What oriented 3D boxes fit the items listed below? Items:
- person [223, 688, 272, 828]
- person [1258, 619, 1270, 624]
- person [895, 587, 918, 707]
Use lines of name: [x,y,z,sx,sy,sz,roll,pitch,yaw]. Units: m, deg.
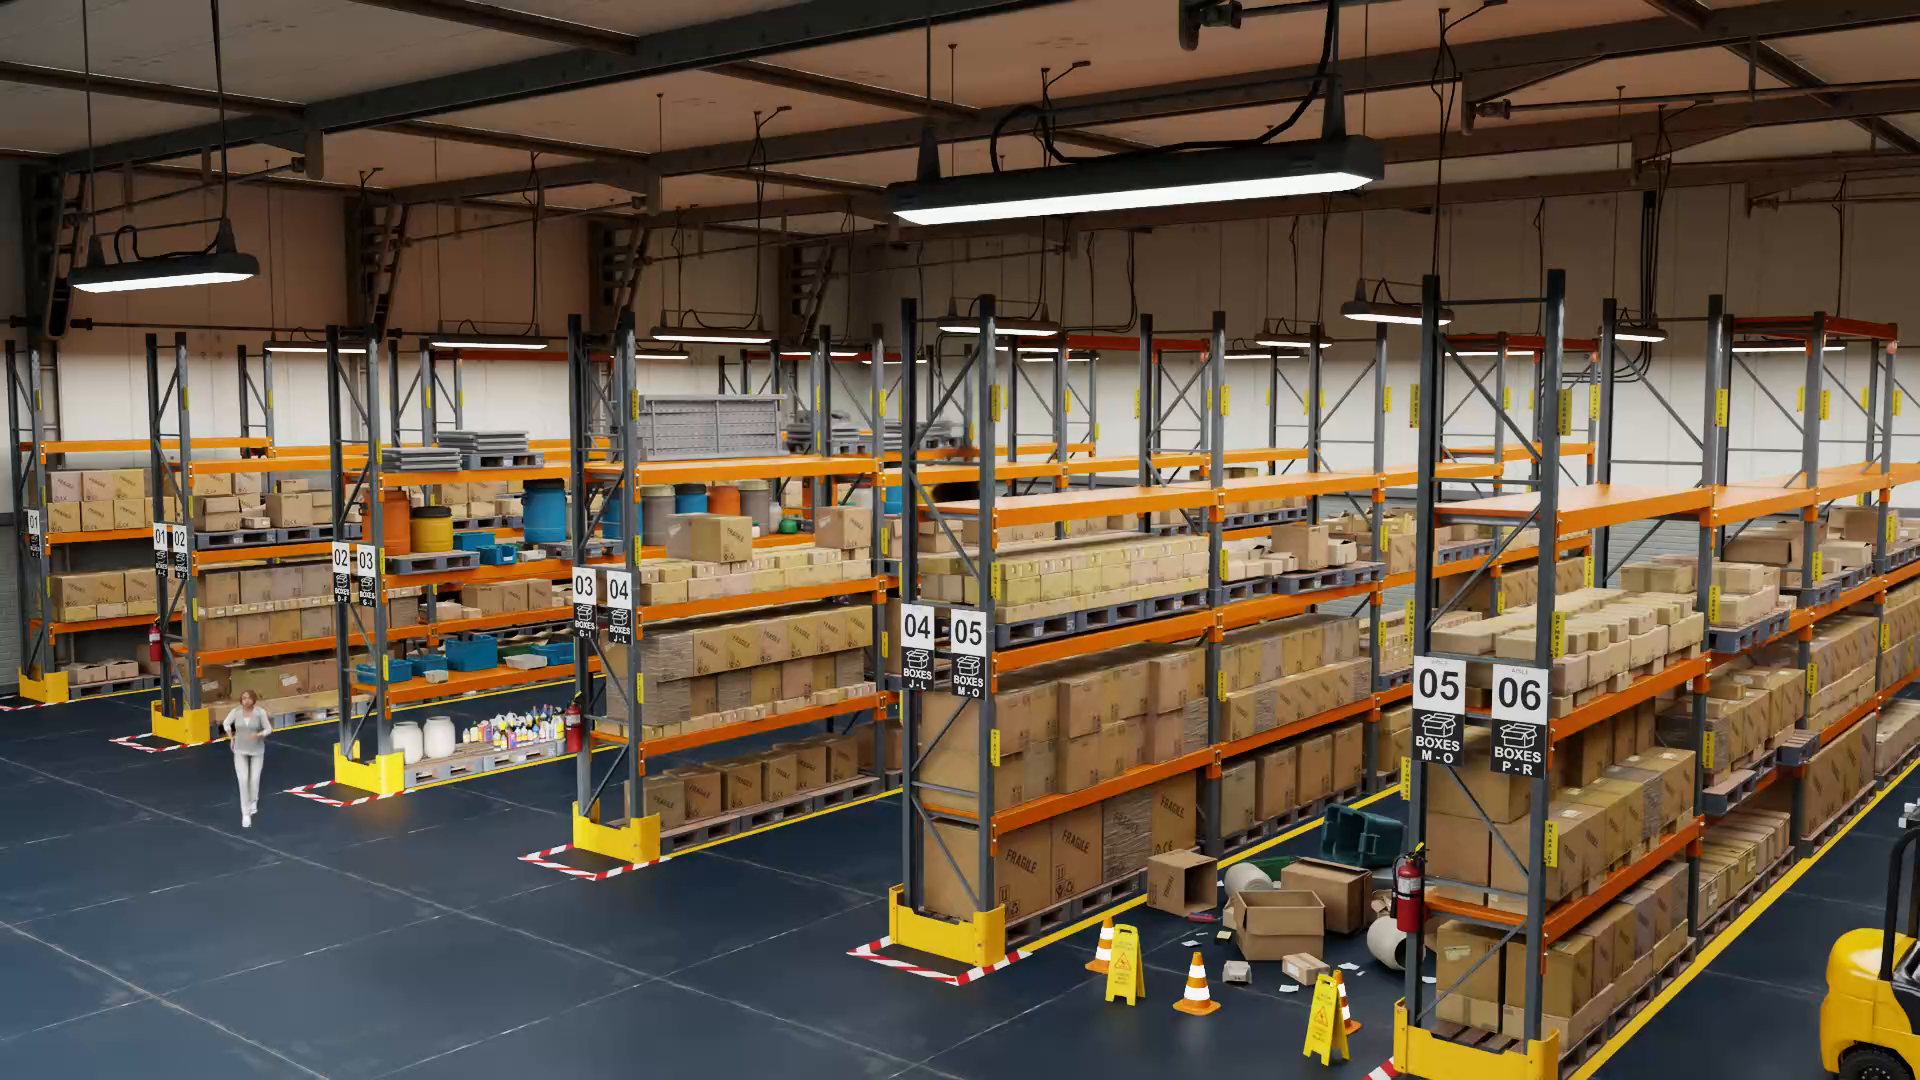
person: [-8.515,2.576,19.904,0.526,1.644,0.677,-2,6,-26]
person: [4.403,1.984,23.543,0.655,1.780,0.854,5,7,42]
person: [-0.758,1.655,26.222,0.672,1.877,0.746,3,6,27]
